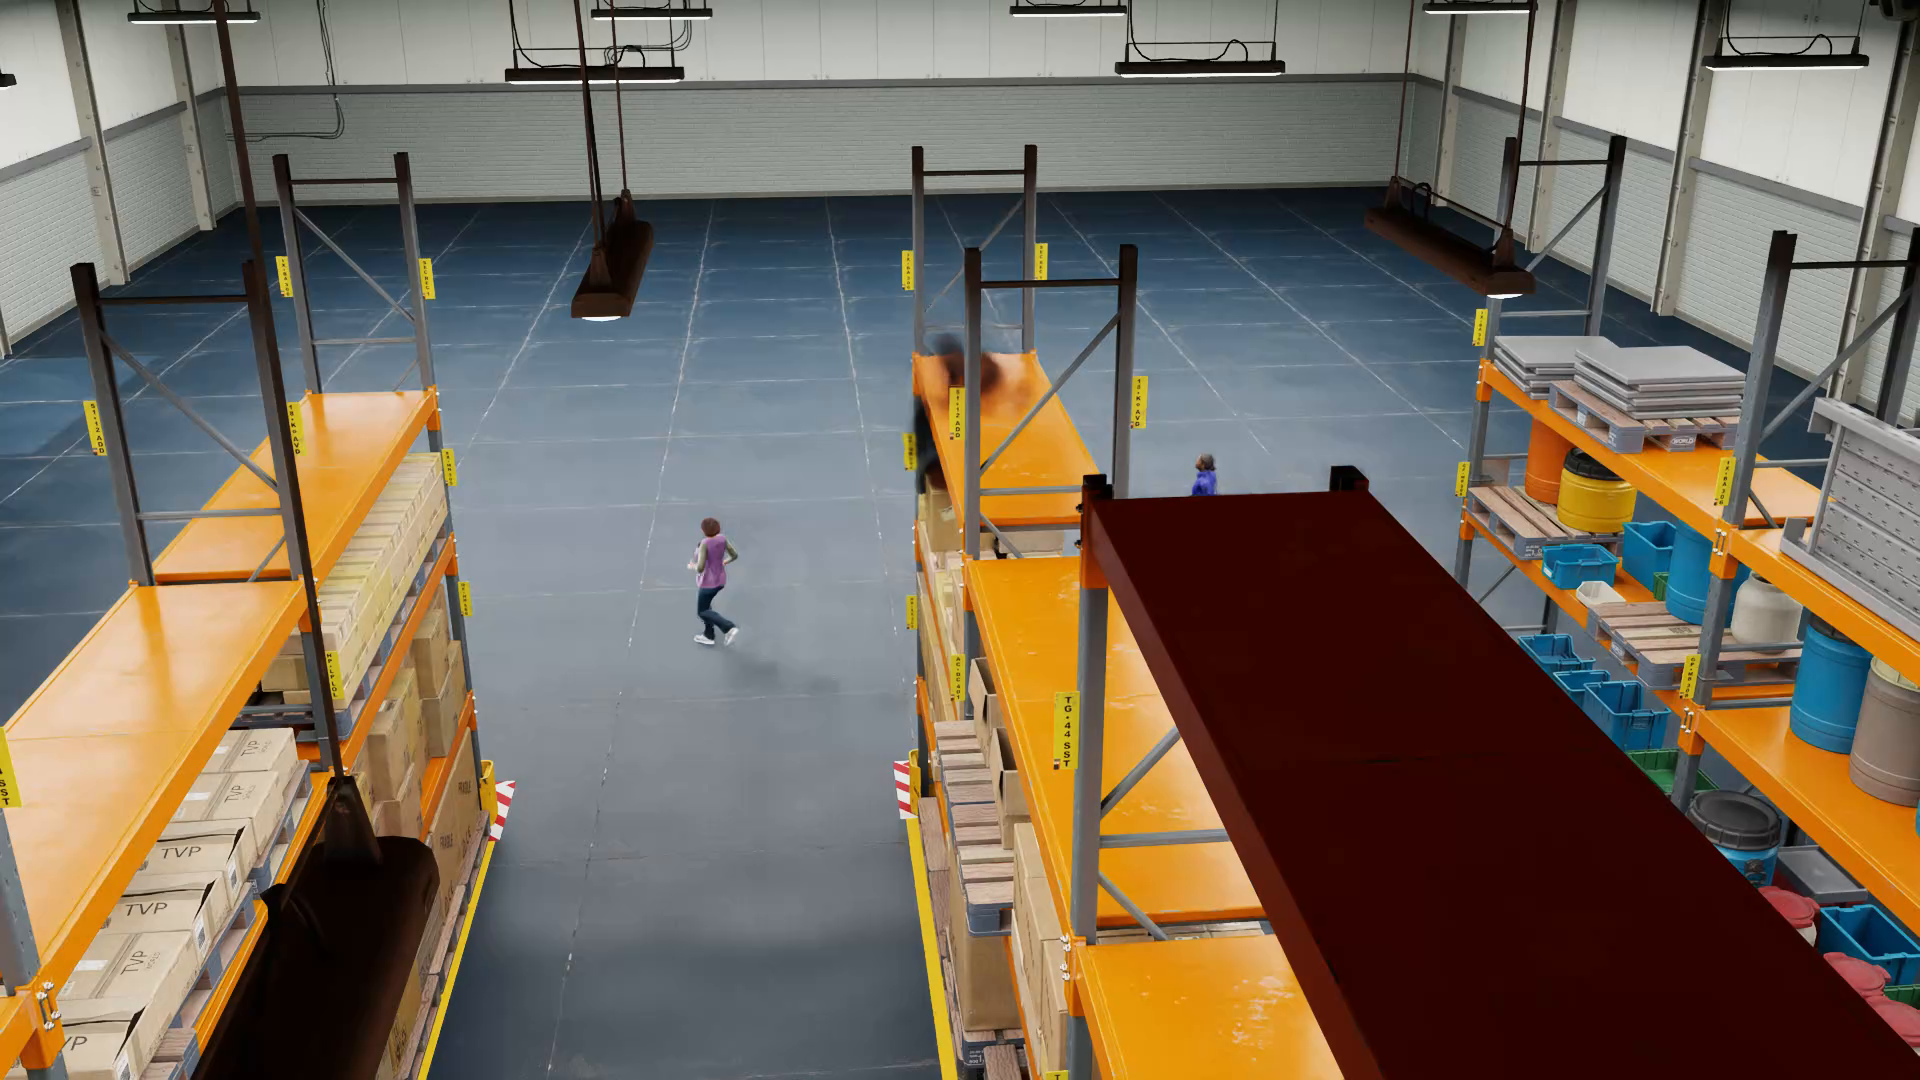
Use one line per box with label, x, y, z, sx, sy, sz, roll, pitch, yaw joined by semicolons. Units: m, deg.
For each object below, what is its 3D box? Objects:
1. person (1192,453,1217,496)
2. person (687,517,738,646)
person;3.010;-0.251;20.105;0.782;1.650;0.586;7;23;17
person;-2.697;0.475;18.329;0.705;1.551;0.544;14;25;31
